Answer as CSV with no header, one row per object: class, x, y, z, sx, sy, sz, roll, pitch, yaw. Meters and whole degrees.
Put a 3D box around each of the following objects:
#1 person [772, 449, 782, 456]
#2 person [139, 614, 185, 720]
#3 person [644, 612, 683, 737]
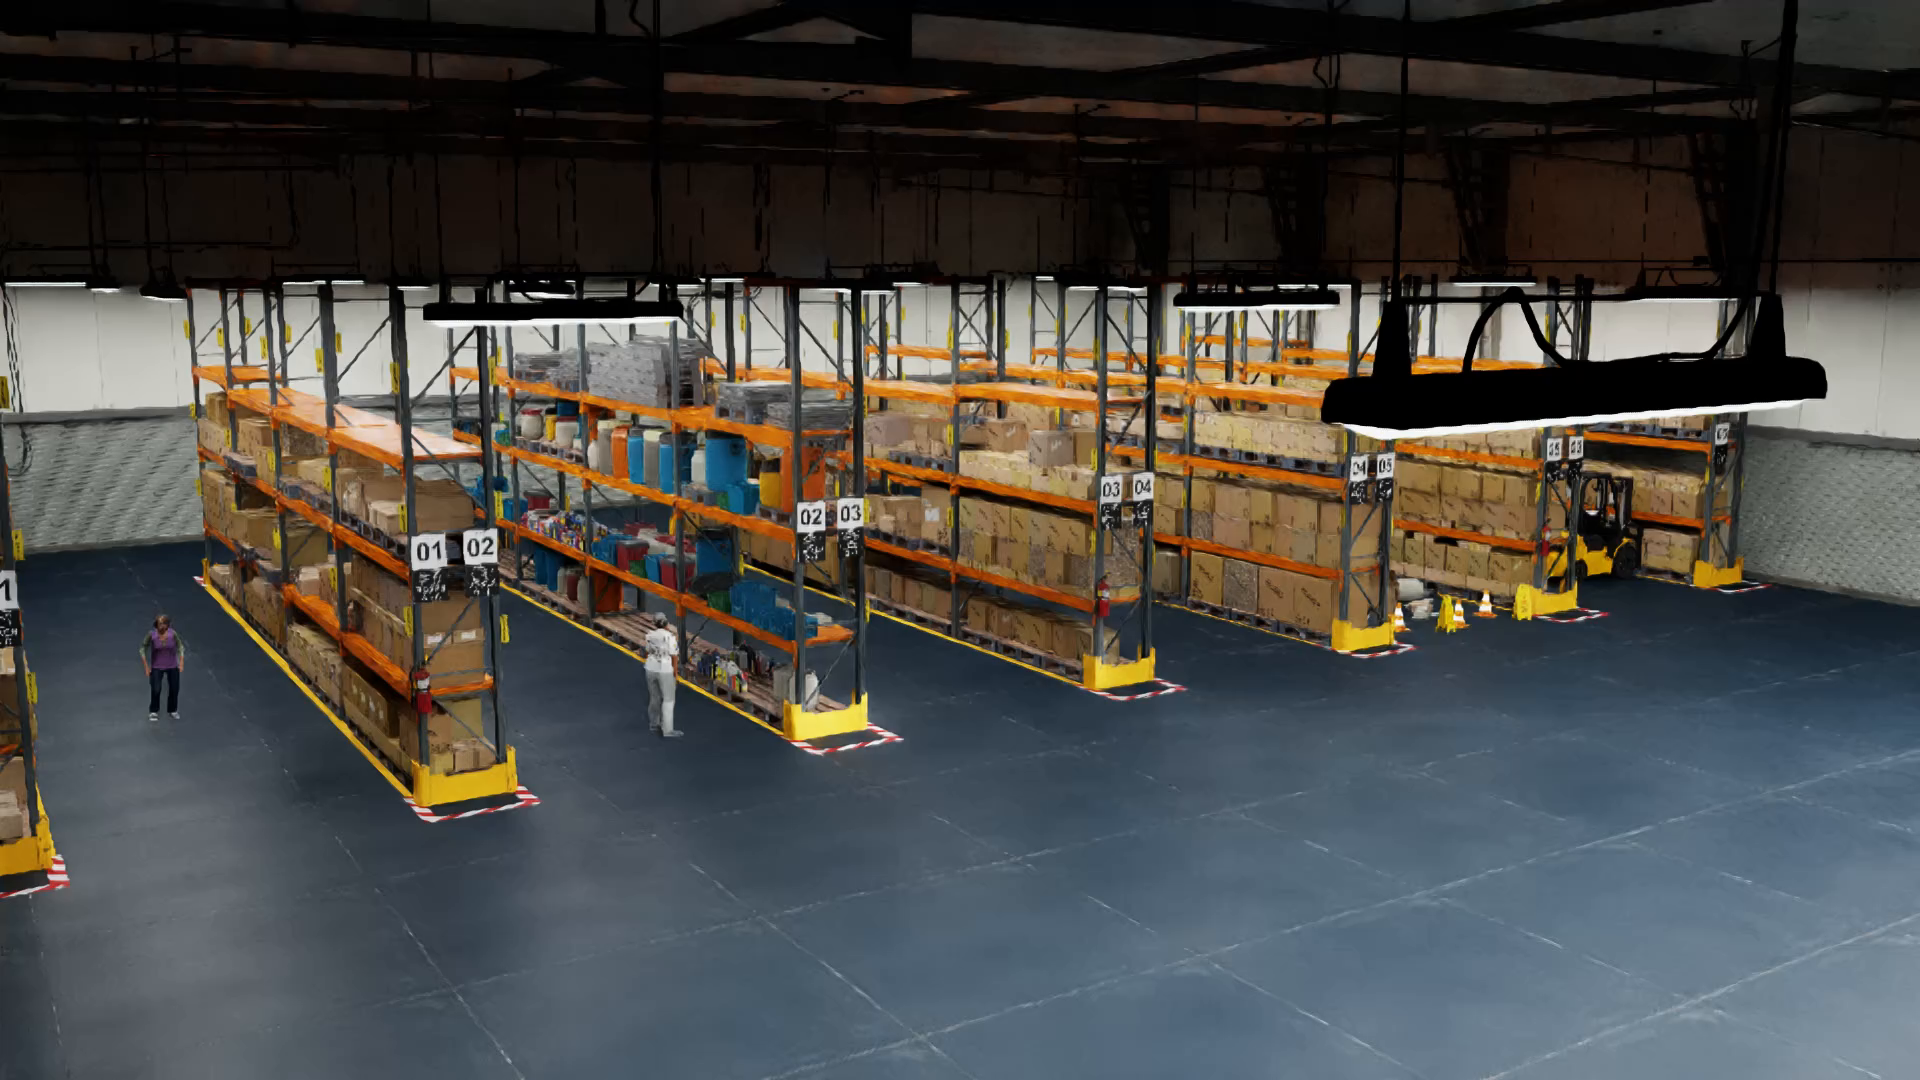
person,-4.671,-1.543,42.300,0.452,1.589,1.088,-5,11,-29
person,-11.012,1.757,22.974,0.566,1.540,0.516,-7,12,-34
person,-3.987,1.786,22.328,0.526,1.666,0.443,5,11,26
